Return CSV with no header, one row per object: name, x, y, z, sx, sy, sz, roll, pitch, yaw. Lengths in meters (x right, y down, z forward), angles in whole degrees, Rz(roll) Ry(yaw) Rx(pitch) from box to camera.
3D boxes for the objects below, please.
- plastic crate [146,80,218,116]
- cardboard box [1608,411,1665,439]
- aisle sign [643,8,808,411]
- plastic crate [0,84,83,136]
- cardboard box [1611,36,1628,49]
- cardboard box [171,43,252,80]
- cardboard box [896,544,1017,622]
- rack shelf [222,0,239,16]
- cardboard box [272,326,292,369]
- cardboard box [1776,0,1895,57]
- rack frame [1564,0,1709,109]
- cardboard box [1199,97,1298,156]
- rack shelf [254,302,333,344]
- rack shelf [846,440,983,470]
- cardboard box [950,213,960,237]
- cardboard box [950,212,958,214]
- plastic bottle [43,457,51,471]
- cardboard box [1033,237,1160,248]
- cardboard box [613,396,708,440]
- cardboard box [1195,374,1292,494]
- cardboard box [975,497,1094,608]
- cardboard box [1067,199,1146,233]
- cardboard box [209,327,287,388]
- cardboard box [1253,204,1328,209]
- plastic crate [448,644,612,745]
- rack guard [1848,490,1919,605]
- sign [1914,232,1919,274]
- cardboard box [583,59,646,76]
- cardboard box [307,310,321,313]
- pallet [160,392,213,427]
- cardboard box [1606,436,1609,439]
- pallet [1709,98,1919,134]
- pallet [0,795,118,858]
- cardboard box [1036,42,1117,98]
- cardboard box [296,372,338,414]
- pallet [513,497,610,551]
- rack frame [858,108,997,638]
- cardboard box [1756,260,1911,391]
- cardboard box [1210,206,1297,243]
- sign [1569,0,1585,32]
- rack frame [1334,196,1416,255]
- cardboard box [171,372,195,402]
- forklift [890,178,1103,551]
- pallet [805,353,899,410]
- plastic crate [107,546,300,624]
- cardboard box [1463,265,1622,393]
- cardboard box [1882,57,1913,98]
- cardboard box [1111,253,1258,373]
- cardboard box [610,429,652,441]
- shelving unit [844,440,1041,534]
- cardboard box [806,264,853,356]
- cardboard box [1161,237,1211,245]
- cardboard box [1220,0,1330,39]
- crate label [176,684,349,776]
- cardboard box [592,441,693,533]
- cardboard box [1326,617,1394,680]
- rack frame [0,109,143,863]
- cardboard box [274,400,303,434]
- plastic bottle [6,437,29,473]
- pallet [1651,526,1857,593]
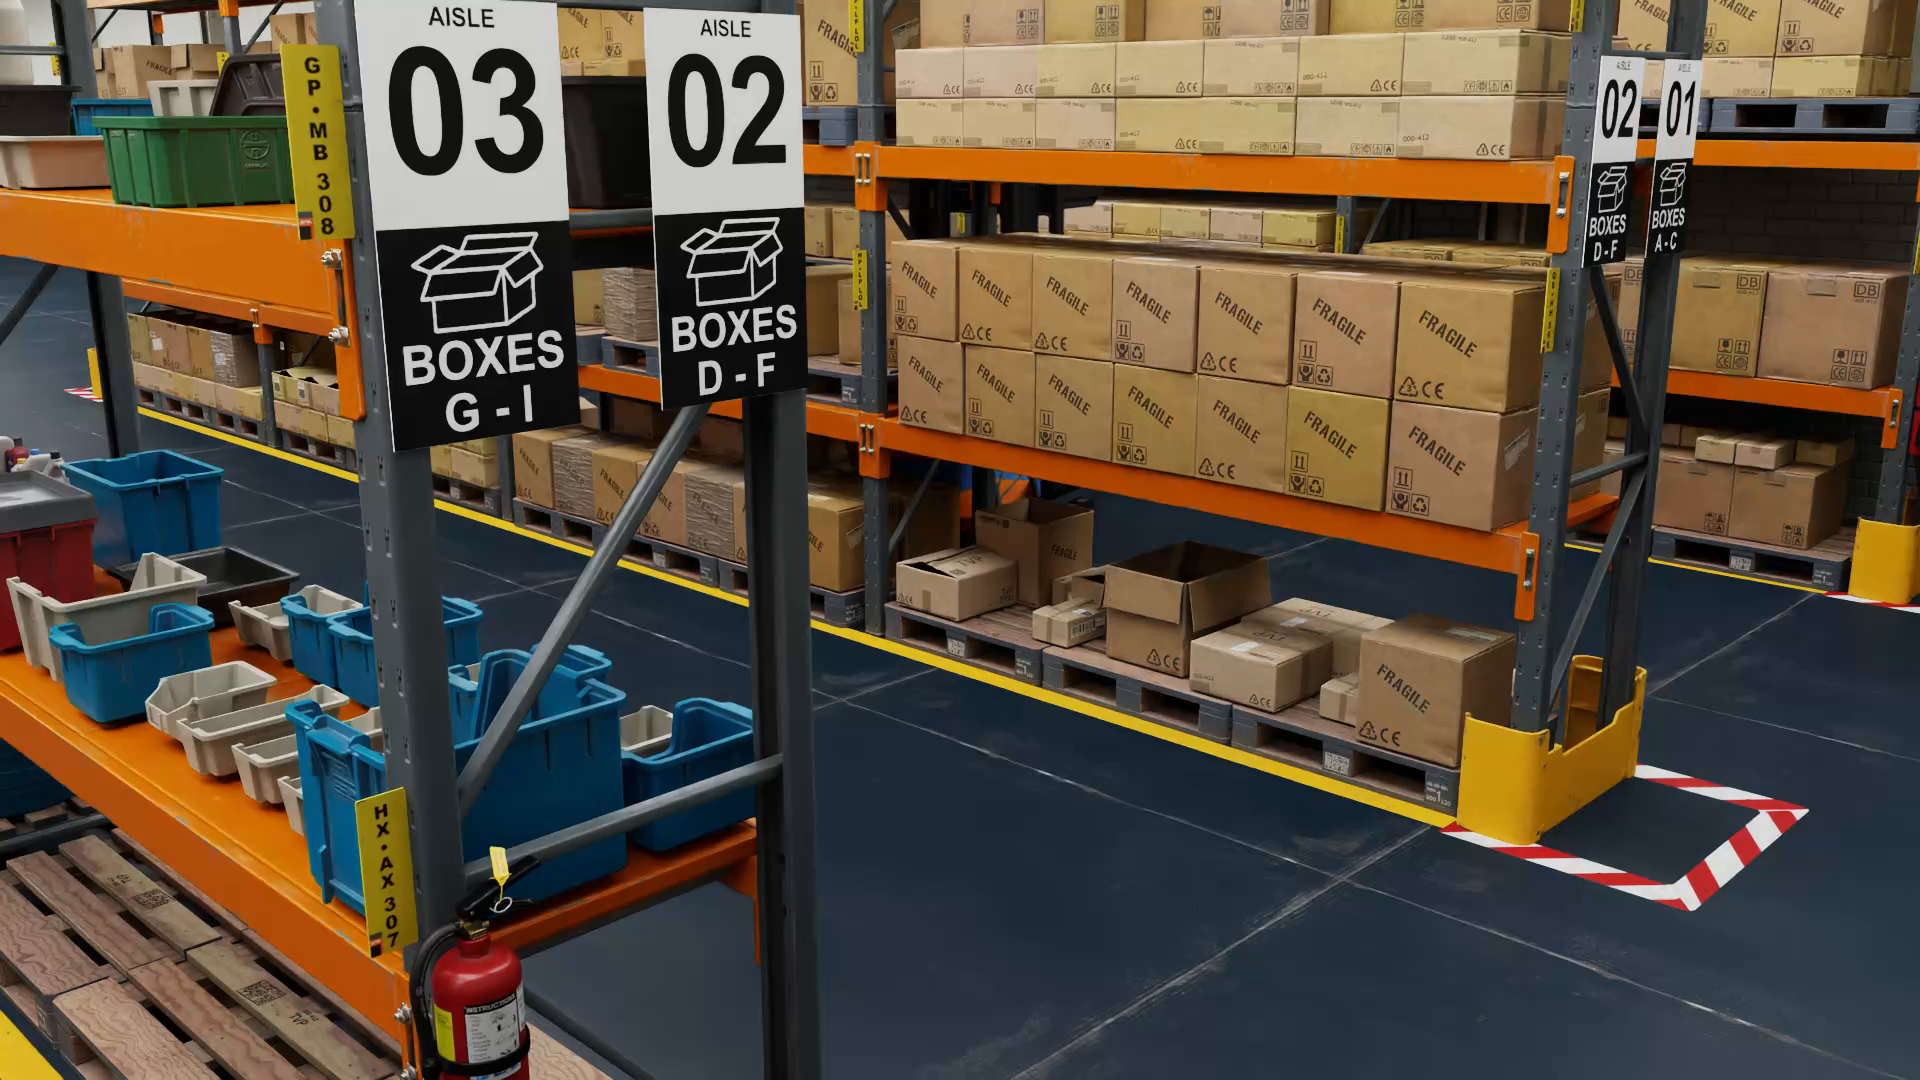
plastic crate,-2.113,-1.221,4.955,0.530,0.282,0.437,14,20,42
cardboard box,4.887,-0.829,12.002,0.250,0.149,0.380,14,20,43
aisle sign,-0.473,-0.682,3.445,0.004,0.787,0.394,14,20,42
plastic crate,-2.907,-1.204,4.914,0.590,0.269,0.497,14,20,42
cardboard box,2.520,-2.039,7.166,0.500,0.250,0.500,14,20,42
cardboard box,-7.027,-4.465,15.855,0.797,0.503,0.637,-12,19,-38
cardboard box,-0.018,0.220,9.600,0.500,0.311,0.500,14,20,42
rack shelf,-4.489,-4.393,13.164,4.000,0.370,1.077,14,20,42
cardboard box,-6.411,-1.841,16.182,0.500,0.500,0.500,14,20,42
cardboard box,5.429,-3.253,10.298,0.500,0.500,0.500,14,20,42
rack frame,2.709,-3.184,6.306,0.127,3.000,1.000,14,20,42
cardboard box,1.435,-1.877,7.535,0.500,0.250,0.500,14,20,42
rack shelf,-4.489,-1.683,13.870,4.000,0.370,1.077,14,20,42
rack shelf,-0.159,-0.642,10.706,1.000,0.278,0.538,5,35,31
cardboard box,0.041,-2.923,16.130,0.500,0.500,0.700,11,18,36
cardboard box,0.117,-3.211,15.950,0.250,0.149,0.380,11,18,35
plastic bottle,-3.841,-0.219,7.080,0.097,0.271,0.097,0,15,0
cardboard box,0.744,-1.383,9.109,0.500,0.500,0.500,13,20,41
cardboard box,-2.170,-0.917,12.101,0.500,0.250,0.500,-14,20,-42
cardboard box,1.467,-0.537,7.846,0.500,0.500,0.500,14,20,43
cardboard box,0.437,0.064,9.824,0.500,0.500,0.500,14,20,42
cardboard box,1.284,-2.839,14.564,0.500,0.250,0.500,14,20,43
cardboard box,-6.767,-1.748,15.825,0.500,0.500,0.500,14,20,42
cardboard box,2.734,-2.664,13.892,0.500,0.250,0.500,14,20,43
plastic crate,-1.155,0.451,4.465,0.300,0.233,0.416,14,20,42
rack guard,6.162,0.033,10.815,0.348,0.500,1.175,14,20,42
sign,5.758,-1.760,9.971,0.005,0.325,0.100,14,20,42
cardboard box,-1.971,-2.931,11.084,0.500,0.500,0.910,14,20,42
cardboard box,-5.433,-2.068,14.417,0.250,0.149,0.380,14,20,42
pallet,-7.355,-1.392,16.857,1.213,0.211,1.003,14,20,42
cardboard box,4.460,-0.546,12.205,0.700,0.500,0.500,-14,20,-43
pallet,5.604,-2.718,10.640,1.213,0.211,1.003,14,20,42
pallet,-4.138,1.124,7.200,1.213,0.211,1.003,14,20,42
cardboard box,0.720,-2.295,8.148,0.500,0.250,0.500,14,20,42
cardboard box,-5.448,-1.319,14.554,0.500,0.311,0.500,13,20,42
pallet,-2.538,-0.194,12.259,1.213,0.211,1.003,14,20,42
rack frame,-0.170,-0.981,9.749,0.127,3.000,1.000,14,20,42
cardboard box,5.771,-1.414,10.813,0.980,0.700,0.700,-13,20,-42
cardboard box,2.390,-2.572,13.541,0.500,0.250,0.500,-14,20,-43
sign,2.310,-2.064,6.199,0.005,0.325,0.100,14,20,42
rack frame,3.266,-1.881,13.202,0.127,3.000,1.000,14,20,42
cardboard box,-7.498,-1.557,16.579,0.500,0.250,0.500,14,20,42
forklift,0.353,-1.573,12.158,1.130,2.935,3.031,8,17,29
pallet,-0.670,-1.048,10.386,1.213,0.211,1.003,14,20,42
plastic crate,-2.619,0.168,5.763,0.590,0.125,0.437,14,20,42
cardboard box,2.573,-0.939,7.405,0.500,0.500,0.500,-14,20,-42
cardboard box,5.790,-2.984,10.752,0.500,0.250,0.500,-13,20,-41
cardboard box,1.088,-1.109,8.060,0.500,0.500,0.500,-14,20,-42
cardboard box,-2.213,-0.564,12.231,0.500,0.500,0.500,-14,20,-42
shelving unit,-0.093,-0.395,10.849,1.048,1.125,0.538,5,35,31
cardboard box,-0.895,-1.465,10.575,0.700,0.500,0.500,-11,18,-35
cardboard box,2.028,-2.295,13.963,0.500,0.500,0.500,14,20,42
cardboard box,1.593,-2.523,7.535,0.500,0.500,0.700,14,20,42
crate label,-1.860,0.508,4.436,0.243,0.136,0.396,14,20,42
cardboard box,-2.182,-0.374,11.502,0.500,0.500,0.500,13,20,41
cardboard box,2.155,0.602,8.252,0.500,0.250,0.500,14,20,42
rack frame,-3.611,-0.083,6.301,0.127,3.000,1.000,14,20,42
cardboard box,-5.811,-1.138,14.973,0.500,0.250,0.500,13,19,41
plastic bottle,-4.218,-0.323,7.456,0.133,0.283,0.061,14,20,42
pallet,5.515,0.043,11.350,1.213,0.211,1.003,14,20,42
